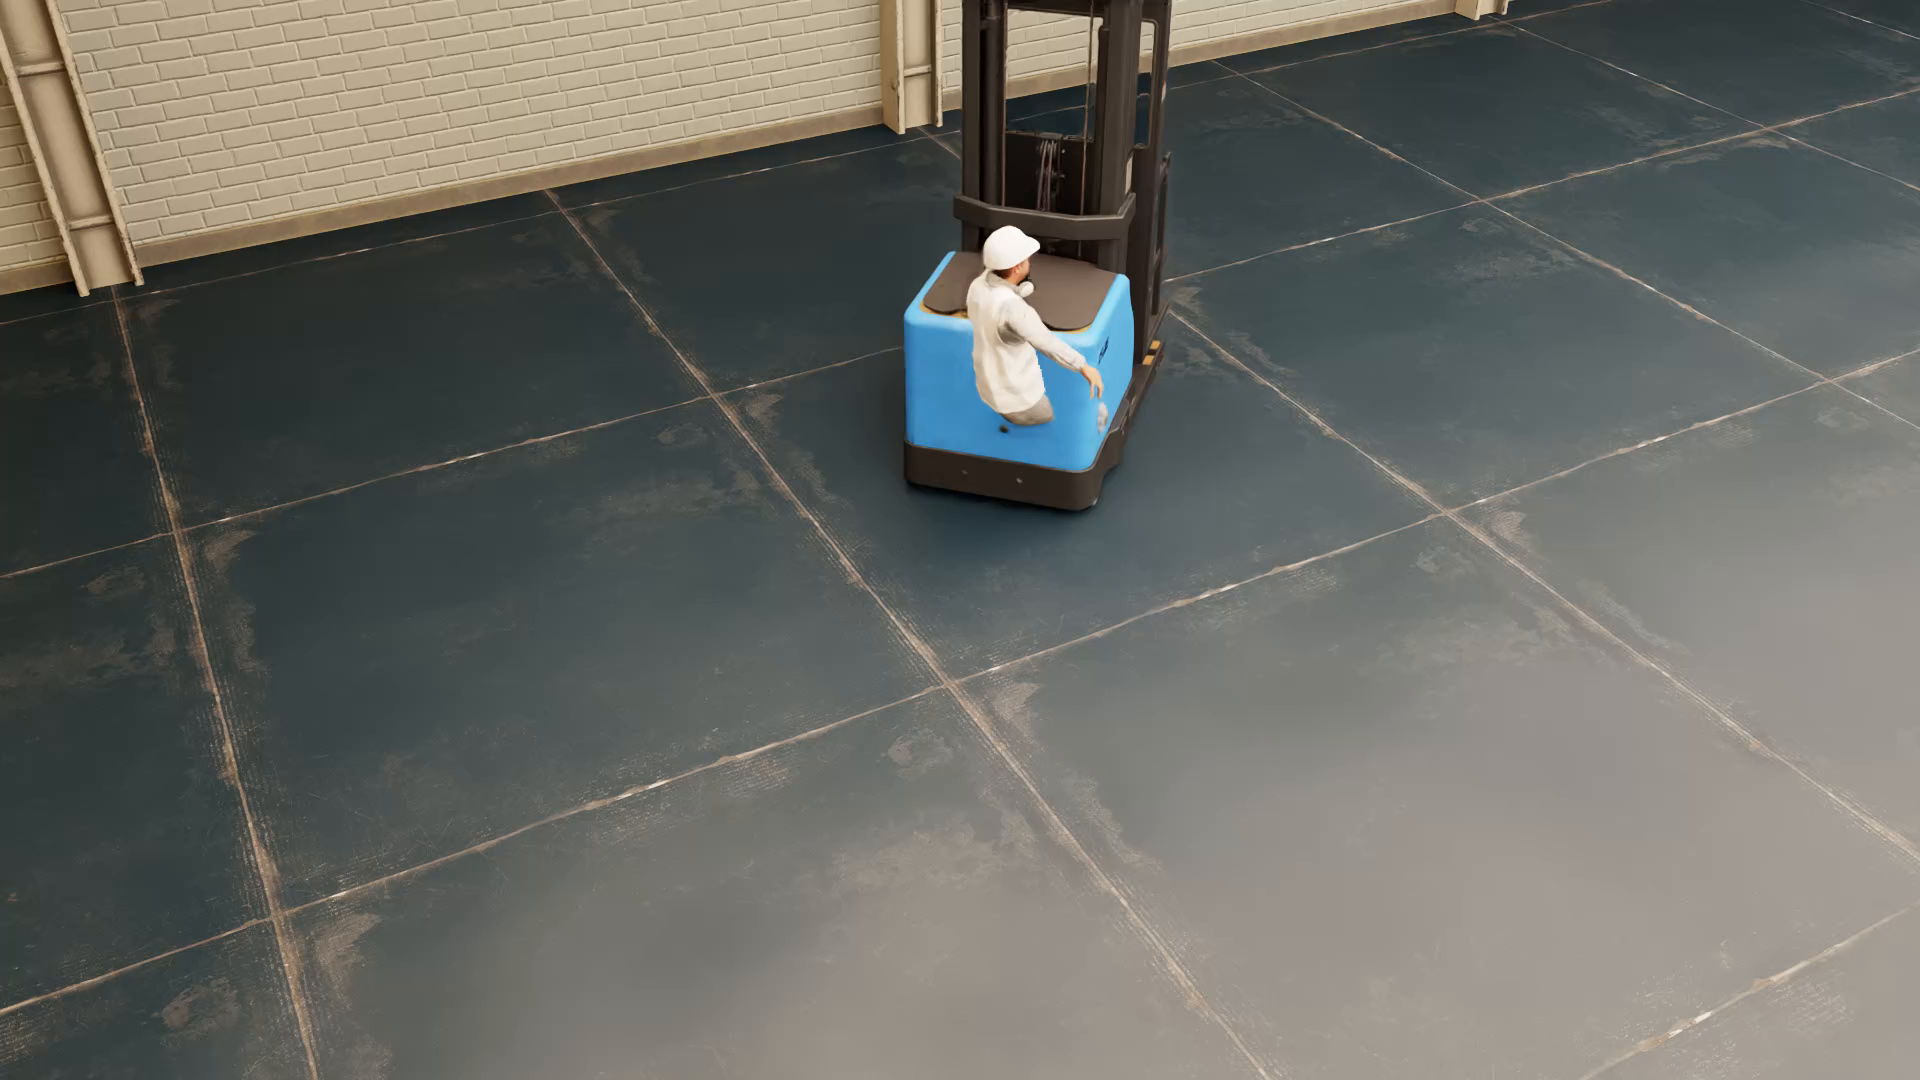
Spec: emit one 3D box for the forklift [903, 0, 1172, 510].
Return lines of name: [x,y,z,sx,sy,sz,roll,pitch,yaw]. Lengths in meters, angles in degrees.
forklift: [0.620,-2.202,9.238,1.130,2.935,3.031,10,37,14]

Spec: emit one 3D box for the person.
person: [0.457,-0.881,8.564,0.795,1.576,1.093,-17,39,-22]
